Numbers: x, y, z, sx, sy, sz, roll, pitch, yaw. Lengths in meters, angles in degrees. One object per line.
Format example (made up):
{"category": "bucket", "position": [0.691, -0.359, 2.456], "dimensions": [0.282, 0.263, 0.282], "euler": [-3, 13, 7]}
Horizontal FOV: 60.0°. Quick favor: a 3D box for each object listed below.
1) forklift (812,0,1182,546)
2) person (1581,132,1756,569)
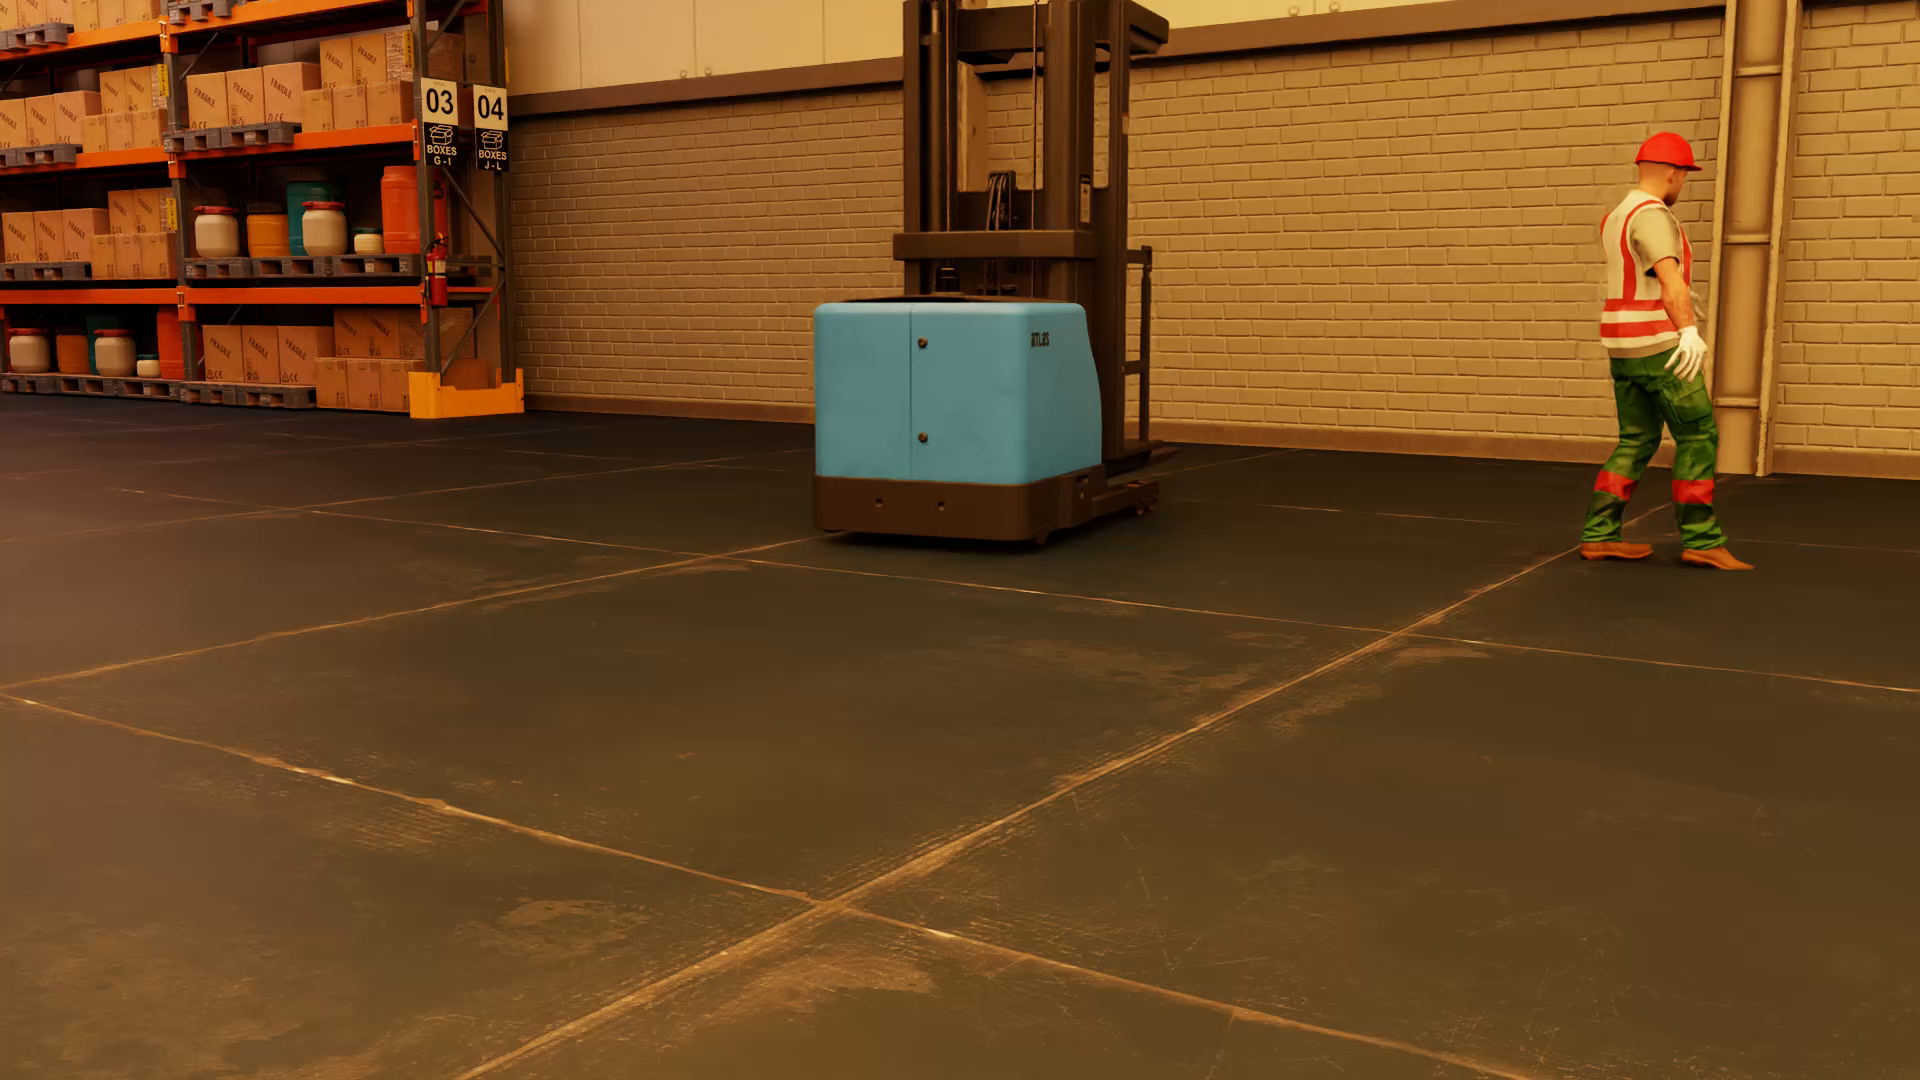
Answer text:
{"category": "forklift", "position": [0.393, -1.595, 8.410], "dimensions": [1.130, 2.935, 3.031], "euler": [4, 9, 23]}
{"category": "person", "position": [2.946, -0.757, 6.827], "dimensions": [0.650, 1.796, 1.026], "euler": [1, 8, 4]}
